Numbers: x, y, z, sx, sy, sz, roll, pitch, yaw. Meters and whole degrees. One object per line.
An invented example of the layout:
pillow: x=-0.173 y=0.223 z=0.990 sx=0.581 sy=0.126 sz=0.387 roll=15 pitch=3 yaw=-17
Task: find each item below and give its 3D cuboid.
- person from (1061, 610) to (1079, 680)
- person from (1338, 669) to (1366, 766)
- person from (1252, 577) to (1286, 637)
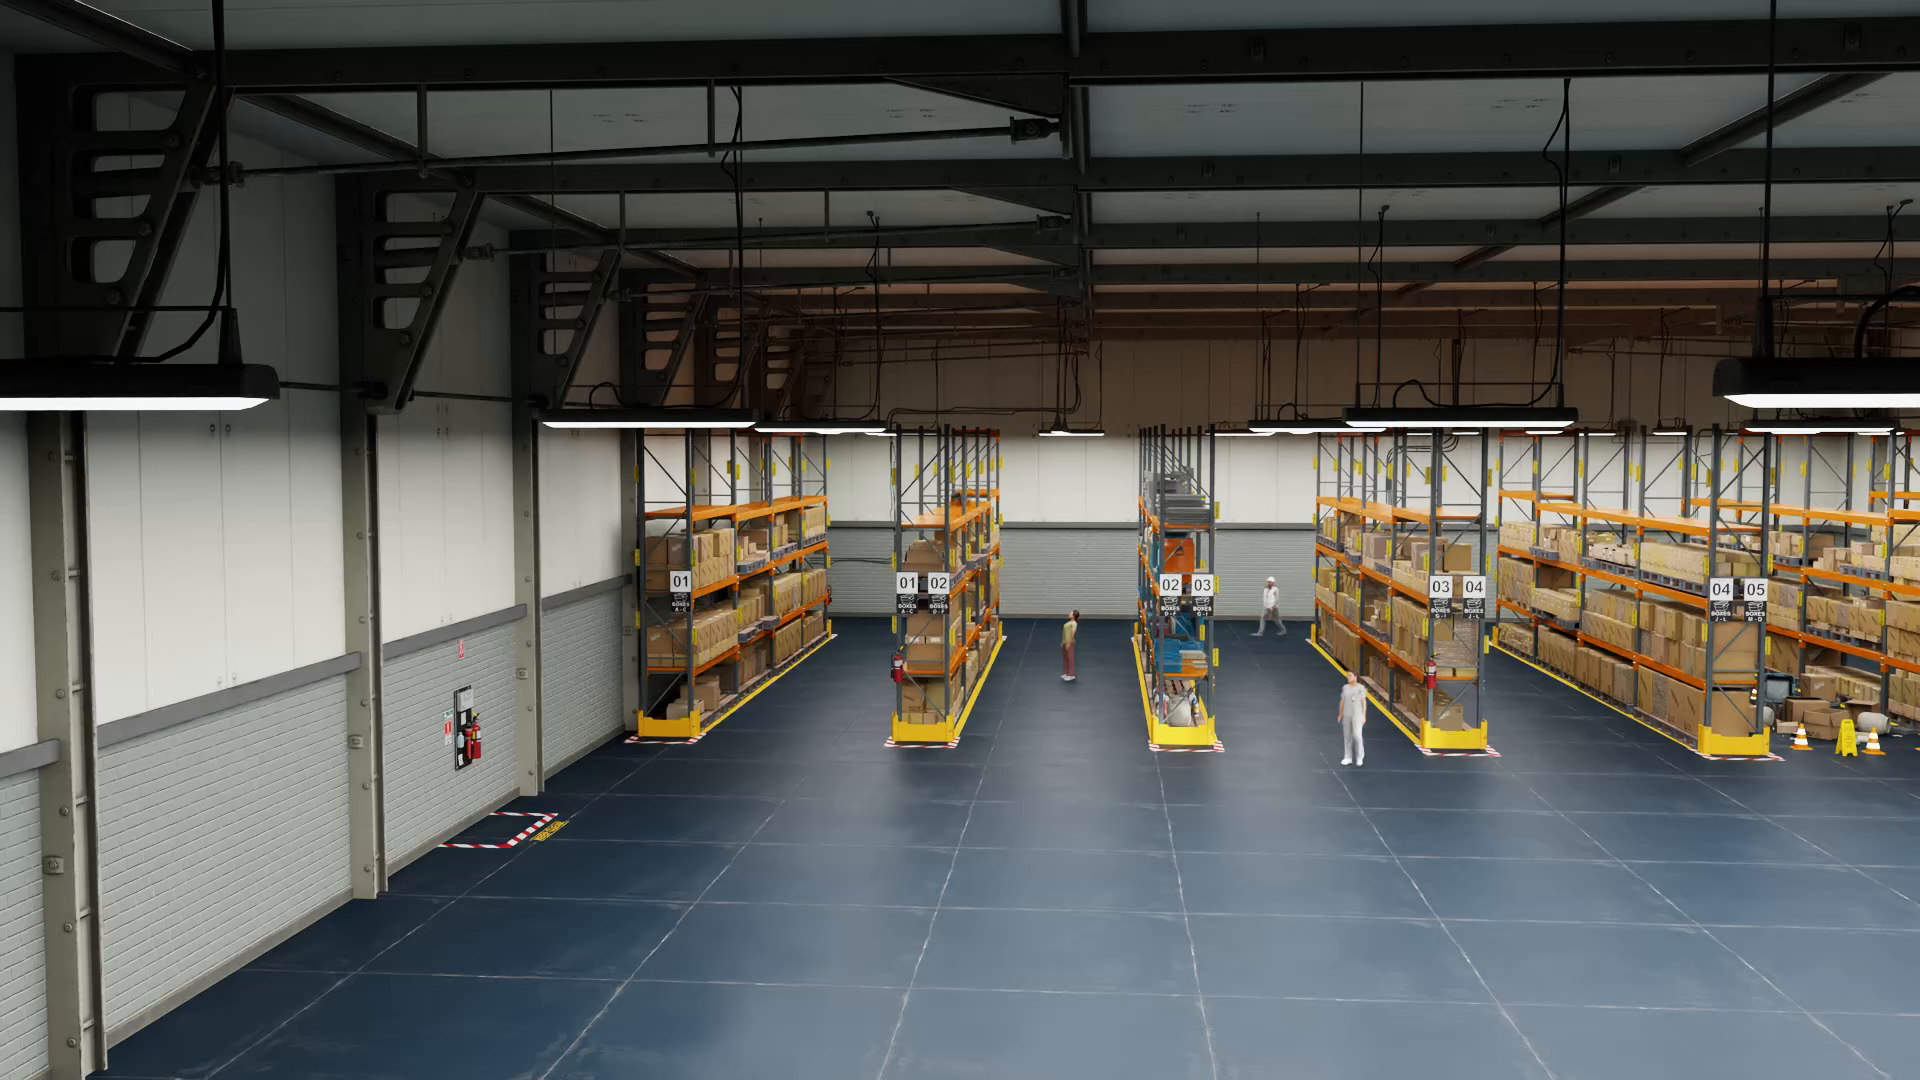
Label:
person: x=2.608 y=2.491 z=39.653 sx=0.444 sy=1.664 sz=0.484 roll=-2 pitch=4 yaw=-25
person: x=6.889 y=3.104 z=29.235 sx=0.477 sy=1.685 sz=0.386 roll=3 pitch=5 yaw=40
person: x=8.937 y=1.936 z=47.981 sx=1.022 sy=1.739 sz=0.576 roll=-2 pitch=4 yaw=-28
